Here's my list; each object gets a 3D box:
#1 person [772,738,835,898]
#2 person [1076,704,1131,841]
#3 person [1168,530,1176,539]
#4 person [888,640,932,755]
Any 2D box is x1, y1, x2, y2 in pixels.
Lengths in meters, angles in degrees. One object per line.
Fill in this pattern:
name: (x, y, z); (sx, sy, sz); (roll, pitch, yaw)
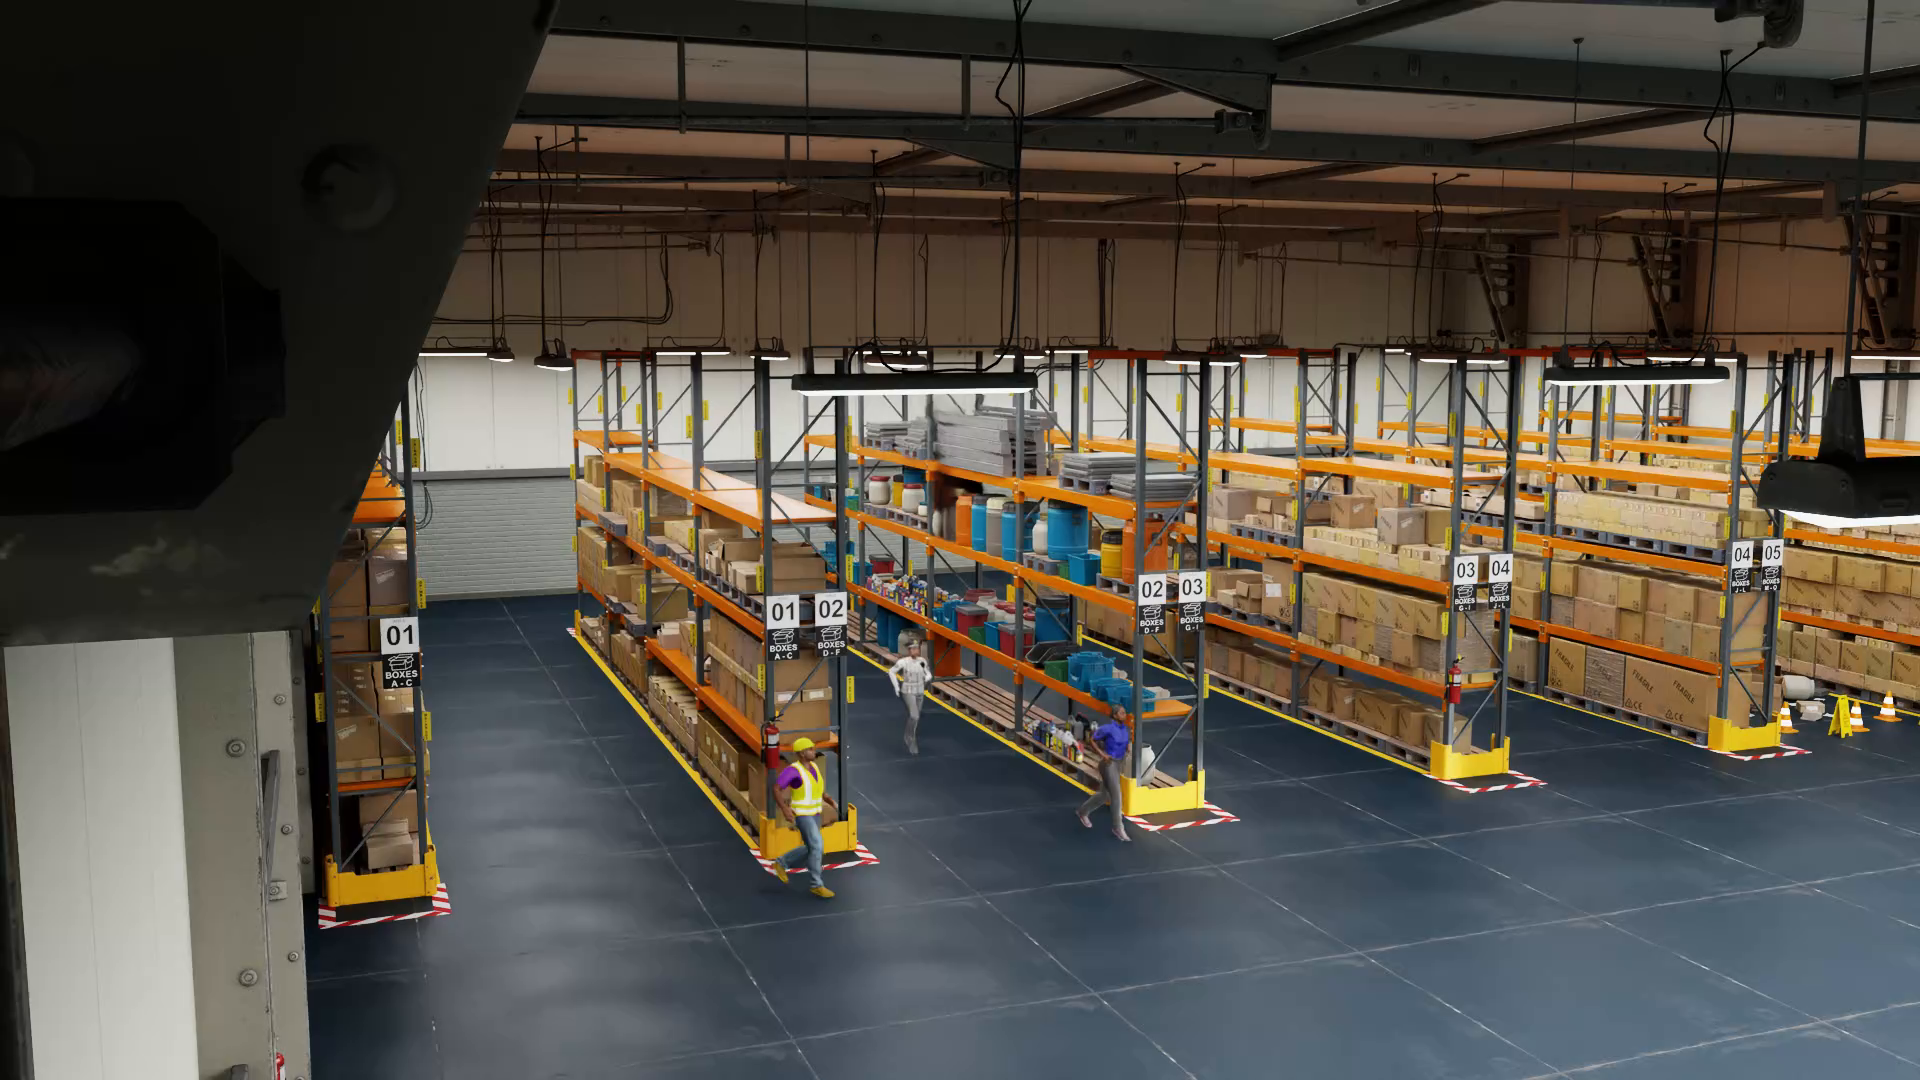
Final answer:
person: (-1.727, 3.130, 18.919); (0.792, 1.748, 0.750); (3, 8, 23)
person: (1.914, 2.963, 21.173); (0.847, 1.592, 0.594); (5, 9, 35)
person: (4.916, 0.471, 40.209); (0.708, 1.731, 0.636); (4, 8, 26)
person: (-0.707, 2.373, 25.226); (0.576, 1.737, 0.710); (-5, 8, -33)
